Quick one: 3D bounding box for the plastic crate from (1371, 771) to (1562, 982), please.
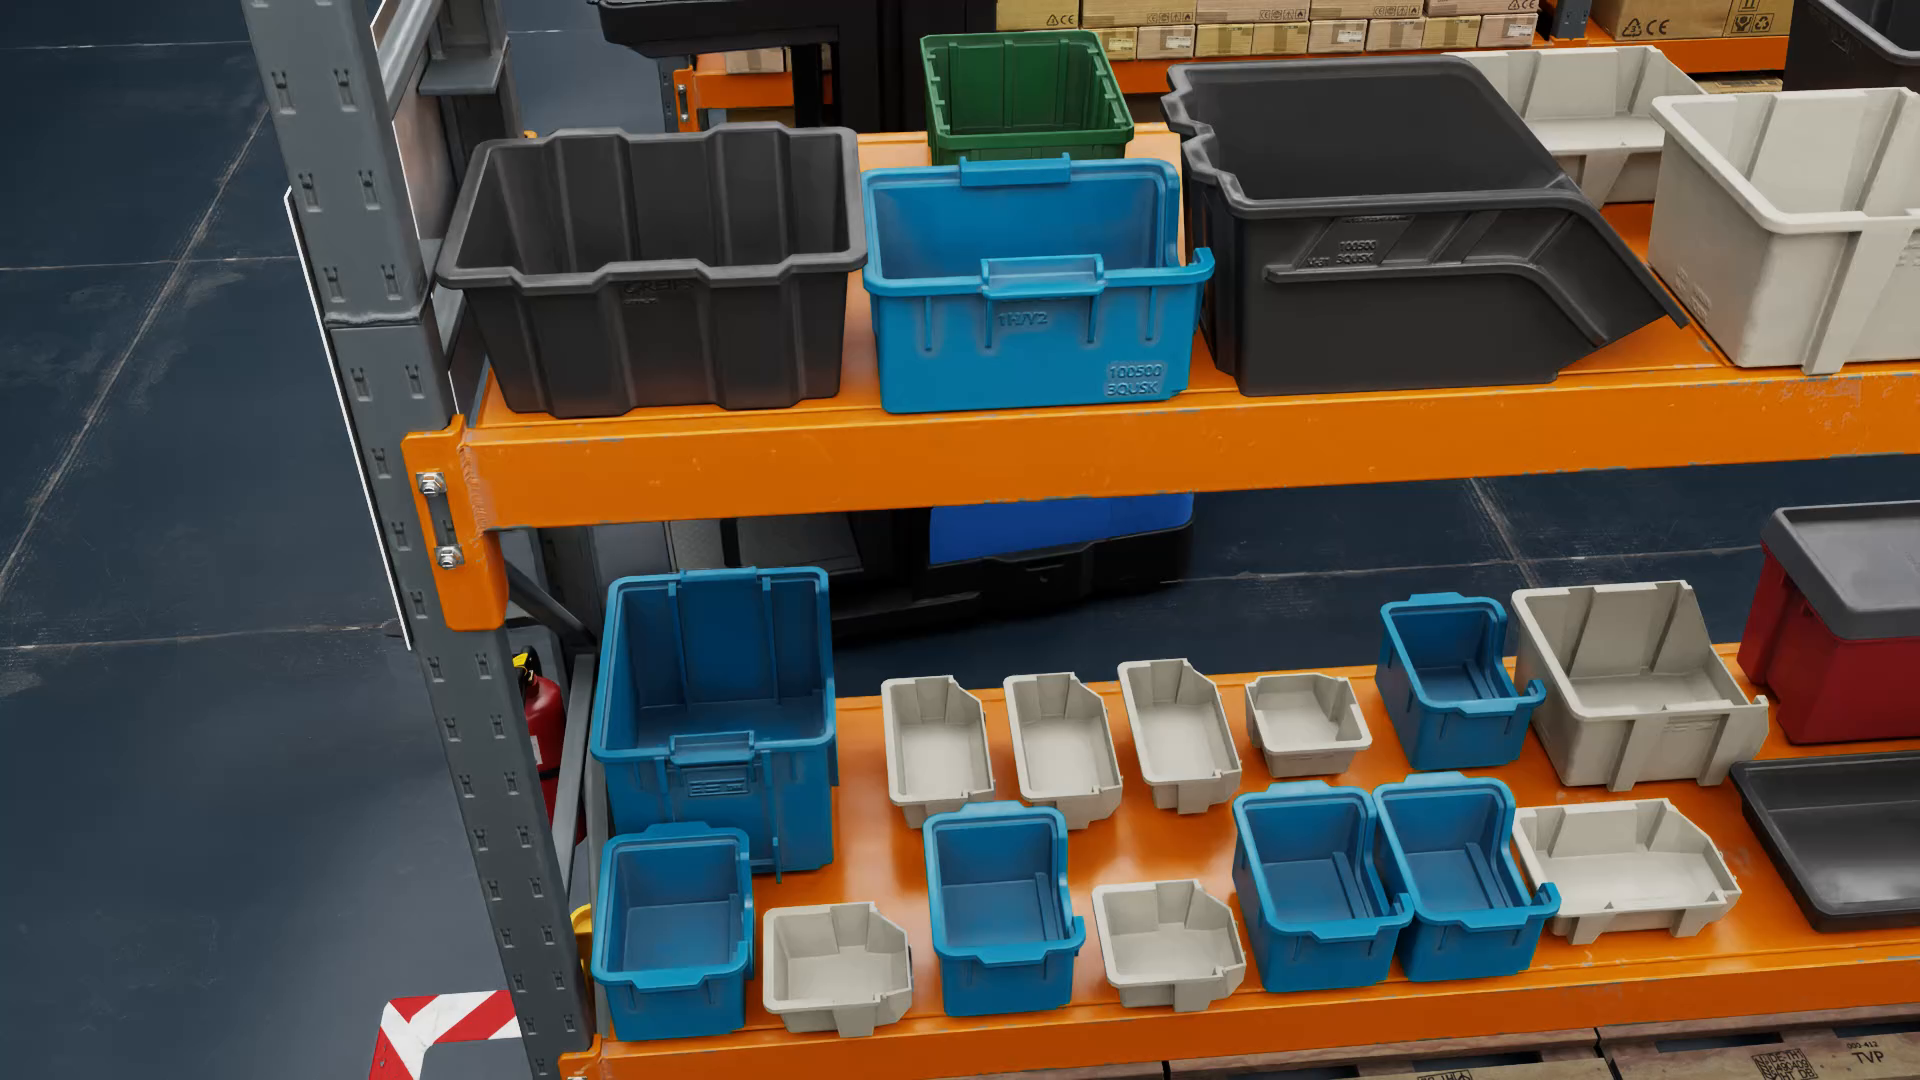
[{"bbox_3d":[1.039,0.721,3.501,0.300,0.233,0.416,-3,38,-4],"label":"plastic crate"}]

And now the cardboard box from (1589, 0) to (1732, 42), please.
[{"bbox_3d":[3.179,-2.608,7.552,0.500,0.500,0.500,-3,38,-4],"label":"cardboard box"}]

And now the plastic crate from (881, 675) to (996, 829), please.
[{"bbox_3d":[-0.051,0.502,3.857,0.243,0.136,0.396,-3,38,-4],"label":"plastic crate"}]

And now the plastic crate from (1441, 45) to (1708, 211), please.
[{"bbox_3d":[1.189,-0.762,3.086,0.530,0.136,0.437,-3,38,-4],"label":"plastic crate"}]

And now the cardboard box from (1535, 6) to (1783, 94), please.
[{"bbox_3d":[3.334,-2.076,8.335,0.875,0.875,1.225,-3,38,-4],"label":"cardboard box"}]

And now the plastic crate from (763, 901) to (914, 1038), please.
[{"bbox_3d":[-0.245,0.881,3.376,0.298,0.136,0.250,-3,38,-4],"label":"plastic crate"}]

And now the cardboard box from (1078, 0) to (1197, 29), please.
[{"bbox_3d":[0.754,-2.485,7.359,0.500,0.250,0.500,-4,38,-5],"label":"cardboard box"}]

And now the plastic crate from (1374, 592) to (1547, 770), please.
[{"bbox_3d":[1.176,0.349,3.972,0.300,0.233,0.416,-3,38,-4],"label":"plastic crate"}]

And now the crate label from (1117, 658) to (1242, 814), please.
[{"bbox_3d":[0.515,0.464,3.904,0.243,0.136,0.396,-3,38,-4],"label":"crate label"}]

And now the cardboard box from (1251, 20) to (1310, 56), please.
[{"bbox_3d":[1.399,-2.323,7.476,0.250,0.149,0.380,-2,38,-3],"label":"cardboard box"}]

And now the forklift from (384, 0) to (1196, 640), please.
[{"bbox_3d":[-0.670,-1.056,5.722,3.031,2.935,1.130,-9,39,-11],"label":"forklift"}]

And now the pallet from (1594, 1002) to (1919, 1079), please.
[{"bbox_3d":[2.409,1.518,4.656,1.213,0.211,1.003,-3,38,-4],"label":"pallet"}]

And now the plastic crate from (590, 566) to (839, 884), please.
[{"bbox_3d":[-0.530,0.407,3.736,0.499,0.435,0.616,-3,38,-4],"label":"plastic crate"}]

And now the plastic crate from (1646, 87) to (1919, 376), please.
[{"bbox_3d":[1.388,-0.484,2.616,0.530,0.282,0.437,-3,38,-4],"label":"plastic crate"}]

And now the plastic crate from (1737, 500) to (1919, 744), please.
[{"bbox_3d":[2.226,0.204,3.970,0.583,0.464,0.402,-3,38,-4],"label":"plastic crate"}]

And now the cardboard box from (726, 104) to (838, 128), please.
[{"bbox_3d":[-0.655,-1.893,8.104,0.875,0.875,0.875,-3,38,-4],"label":"cardboard box"}]

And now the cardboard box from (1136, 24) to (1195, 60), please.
[{"bbox_3d":[0.890,-2.296,7.441,0.250,0.149,0.380,-3,38,-3],"label":"cardboard box"}]

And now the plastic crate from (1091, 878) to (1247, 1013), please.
[{"bbox_3d":[0.431,0.844,3.423,0.298,0.136,0.250,-3,38,-4],"label":"plastic crate"}]

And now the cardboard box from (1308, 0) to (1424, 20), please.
[{"bbox_3d":[1.767,-2.539,7.427,0.500,0.250,0.500,-2,38,-3],"label":"cardboard box"}]

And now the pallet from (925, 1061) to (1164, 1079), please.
[{"bbox_3d":[-0.022,1.651,4.487,1.213,0.211,1.003,-3,38,-4],"label":"pallet"}]

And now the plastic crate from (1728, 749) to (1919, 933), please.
[{"bbox_3d":[2.046,0.670,3.653,0.590,0.125,0.437,-3,38,-4],"label":"plastic crate"}]

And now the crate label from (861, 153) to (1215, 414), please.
[{"bbox_3d":[0.101,-0.392,2.524,0.502,0.251,0.408,-3,38,-4],"label":"crate label"}]

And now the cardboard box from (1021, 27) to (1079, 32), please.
[{"bbox_3d":[0.378,-2.267,7.405,0.250,0.149,0.380,-4,38,-4],"label":"cardboard box"}]

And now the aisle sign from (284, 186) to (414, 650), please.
[{"bbox_3d":[-0.892,-0.255,2.553,0.004,0.787,0.394,-3,38,-4],"label":"aisle sign"}]

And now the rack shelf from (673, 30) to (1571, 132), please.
[{"bbox_3d":[0.707,-2.305,7.831,4.000,0.370,1.077,-3,38,-4],"label":"rack shelf"}]

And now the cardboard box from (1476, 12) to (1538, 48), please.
[{"bbox_3d":[2.424,-2.380,7.547,0.250,0.149,0.380,-3,38,-4],"label":"cardboard box"}]

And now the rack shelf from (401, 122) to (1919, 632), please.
[{"bbox_3d":[1.145,-0.427,3.029,4.000,0.370,1.077,-3,38,-4],"label":"rack shelf"}]

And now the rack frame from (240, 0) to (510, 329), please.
[{"bbox_3d":[-0.847,-1.777,1.737,0.127,3.000,1.000,-3,38,-4],"label":"rack frame"}]

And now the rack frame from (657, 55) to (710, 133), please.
[{"bbox_3d":[-1.285,-2.478,7.469,0.127,3.000,1.000,-3,38,-4],"label":"rack frame"}]

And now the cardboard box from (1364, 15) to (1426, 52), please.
[{"bbox_3d":[1.912,-2.352,7.512,0.250,0.149,0.380,-4,38,-5],"label":"cardboard box"}]

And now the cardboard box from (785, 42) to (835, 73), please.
[{"bbox_3d":[-0.647,-2.210,7.332,0.250,0.149,0.380,-4,38,-5],"label":"cardboard box"}]
